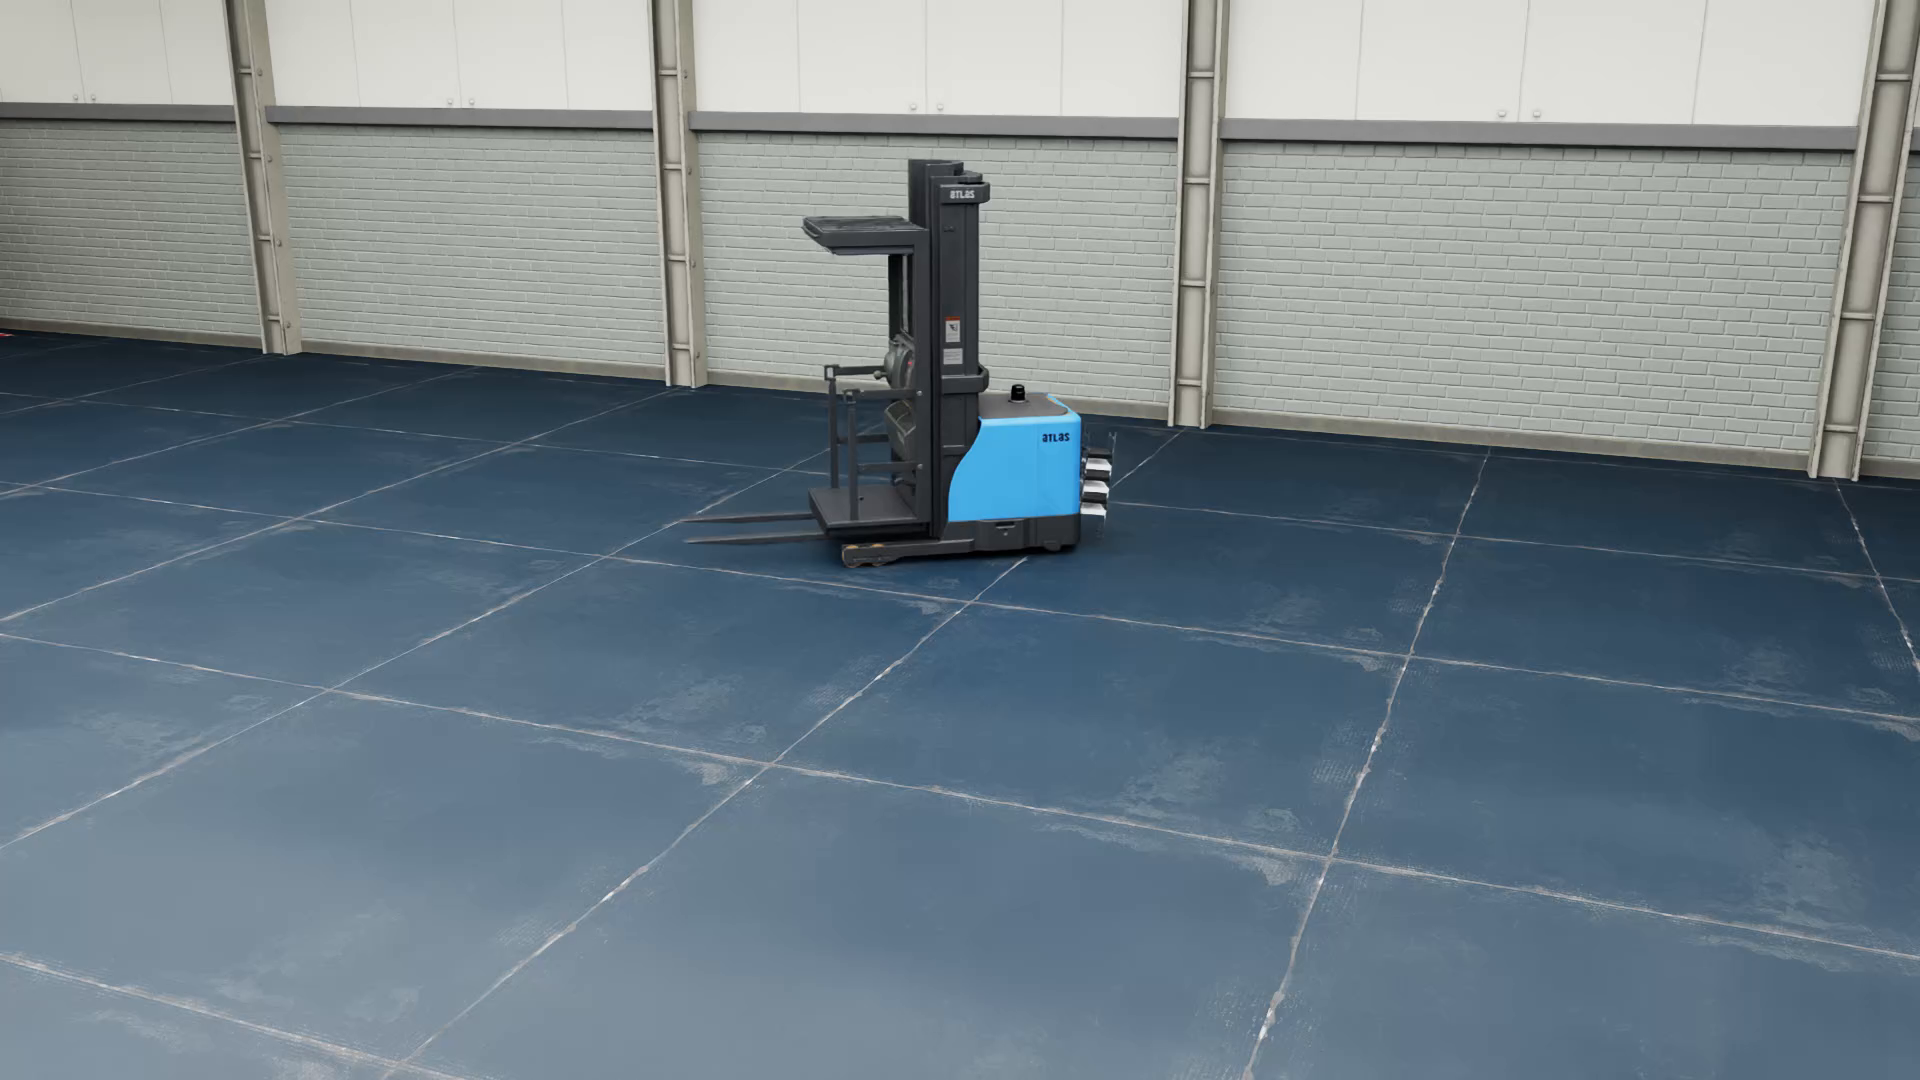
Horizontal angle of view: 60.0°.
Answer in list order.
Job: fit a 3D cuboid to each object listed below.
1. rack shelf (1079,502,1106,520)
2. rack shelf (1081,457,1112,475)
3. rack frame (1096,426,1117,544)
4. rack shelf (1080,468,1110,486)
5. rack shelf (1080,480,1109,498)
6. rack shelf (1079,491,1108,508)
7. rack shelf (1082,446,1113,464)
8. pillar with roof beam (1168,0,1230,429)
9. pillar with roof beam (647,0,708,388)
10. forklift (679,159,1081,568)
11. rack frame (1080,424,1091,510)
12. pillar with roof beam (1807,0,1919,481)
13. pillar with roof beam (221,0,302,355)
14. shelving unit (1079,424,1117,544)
[{"bbox_3d":[1.026,-0.234,13.096,0.200,0.077,0.258,4,16,-7],"label":"rack shelf"},{"bbox_3d":[1.061,-0.579,12.999,0.200,0.077,0.258,4,16,-7],"label":"rack shelf"},{"bbox_3d":[1.148,-0.431,13.051,0.006,0.900,0.240,4,16,-7],"label":"rack frame"},{"bbox_3d":[1.053,-0.492,13.023,0.200,0.077,0.258,4,16,-7],"label":"rack shelf"},{"bbox_3d":[1.044,-0.406,13.048,0.200,0.077,0.258,4,16,-7],"label":"rack shelf"},{"bbox_3d":[1.035,-0.320,13.072,0.200,0.077,0.258,4,16,-7],"label":"rack shelf"},{"bbox_3d":[1.070,-0.665,12.975,0.200,0.077,0.258,4,16,-7],"label":"rack shelf"},{"bbox_3d":[0.815,-4.409,12.220,0.400,9.000,9.100,6,17,21],"label":"pillar with roof beam"},{"bbox_3d":[-4.766,-5.023,14.334,0.400,9.000,9.100,6,17,21],"label":"pillar with roof beam"},{"bbox_3d":[-0.639,-1.360,12.601,3.031,2.935,1.130,-4,17,-12],"label":"forklift"},{"bbox_3d":[0.946,-0.445,13.026,0.006,0.900,0.240,4,16,-7],"label":"rack frame"},{"bbox_3d":[6.397,-3.795,10.105,0.400,9.000,9.100,6,17,21],"label":"pillar with roof beam"},{"bbox_3d":[-10.348,-5.636,16.448,0.400,9.000,9.100,6,17,21],"label":"pillar with roof beam"},{"bbox_3d":[1.047,-0.438,13.039,0.210,0.900,0.258,4,16,-7],"label":"shelving unit"}]
